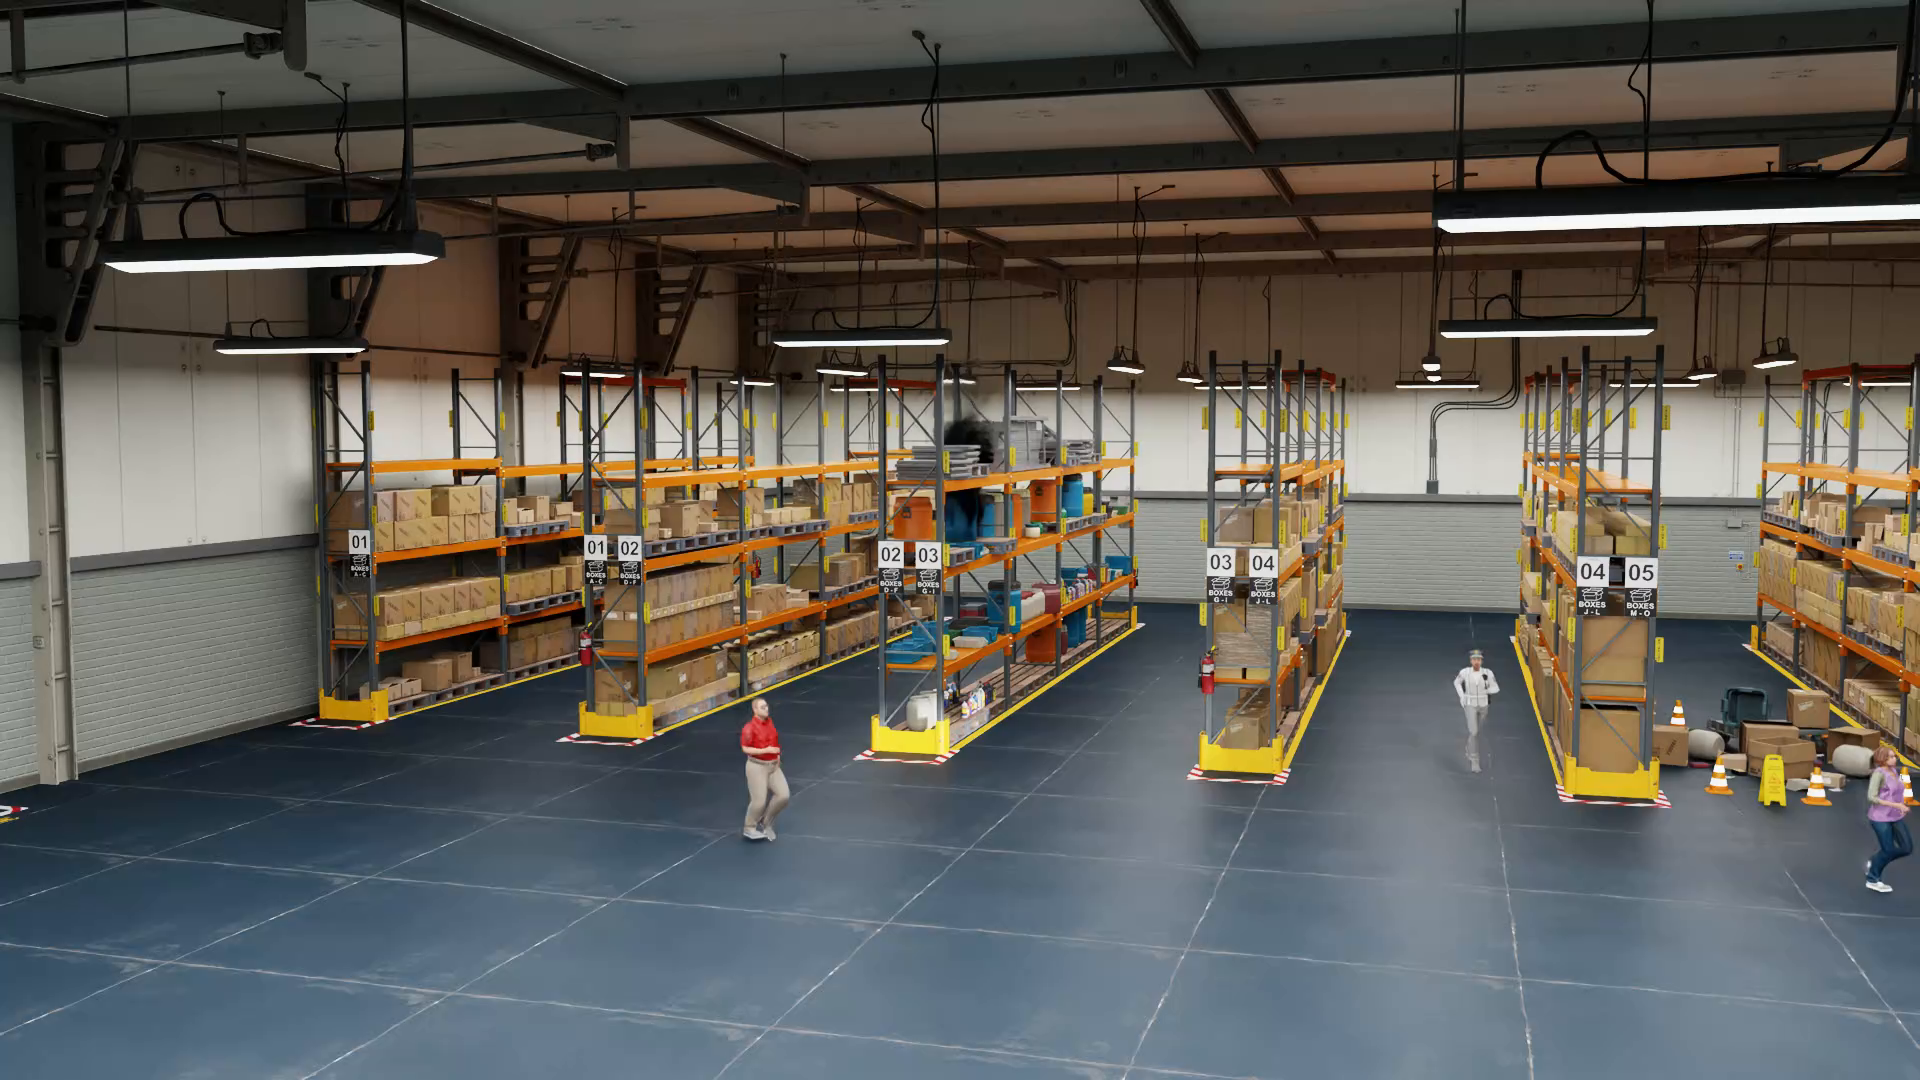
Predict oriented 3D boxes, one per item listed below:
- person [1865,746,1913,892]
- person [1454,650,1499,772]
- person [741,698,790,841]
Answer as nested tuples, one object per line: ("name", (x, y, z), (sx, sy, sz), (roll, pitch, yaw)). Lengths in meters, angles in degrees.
("person", (9.849, 2.963, 17.598), (0.526, 1.552, 0.536), (-2, 5, -30))
("person", (7.500, 2.437, 24.136), (0.592, 1.726, 0.778), (0, 4, 5))
("person", (-2.296, 2.748, 19.749), (0.660, 1.740, 0.644), (3, 5, 38))
